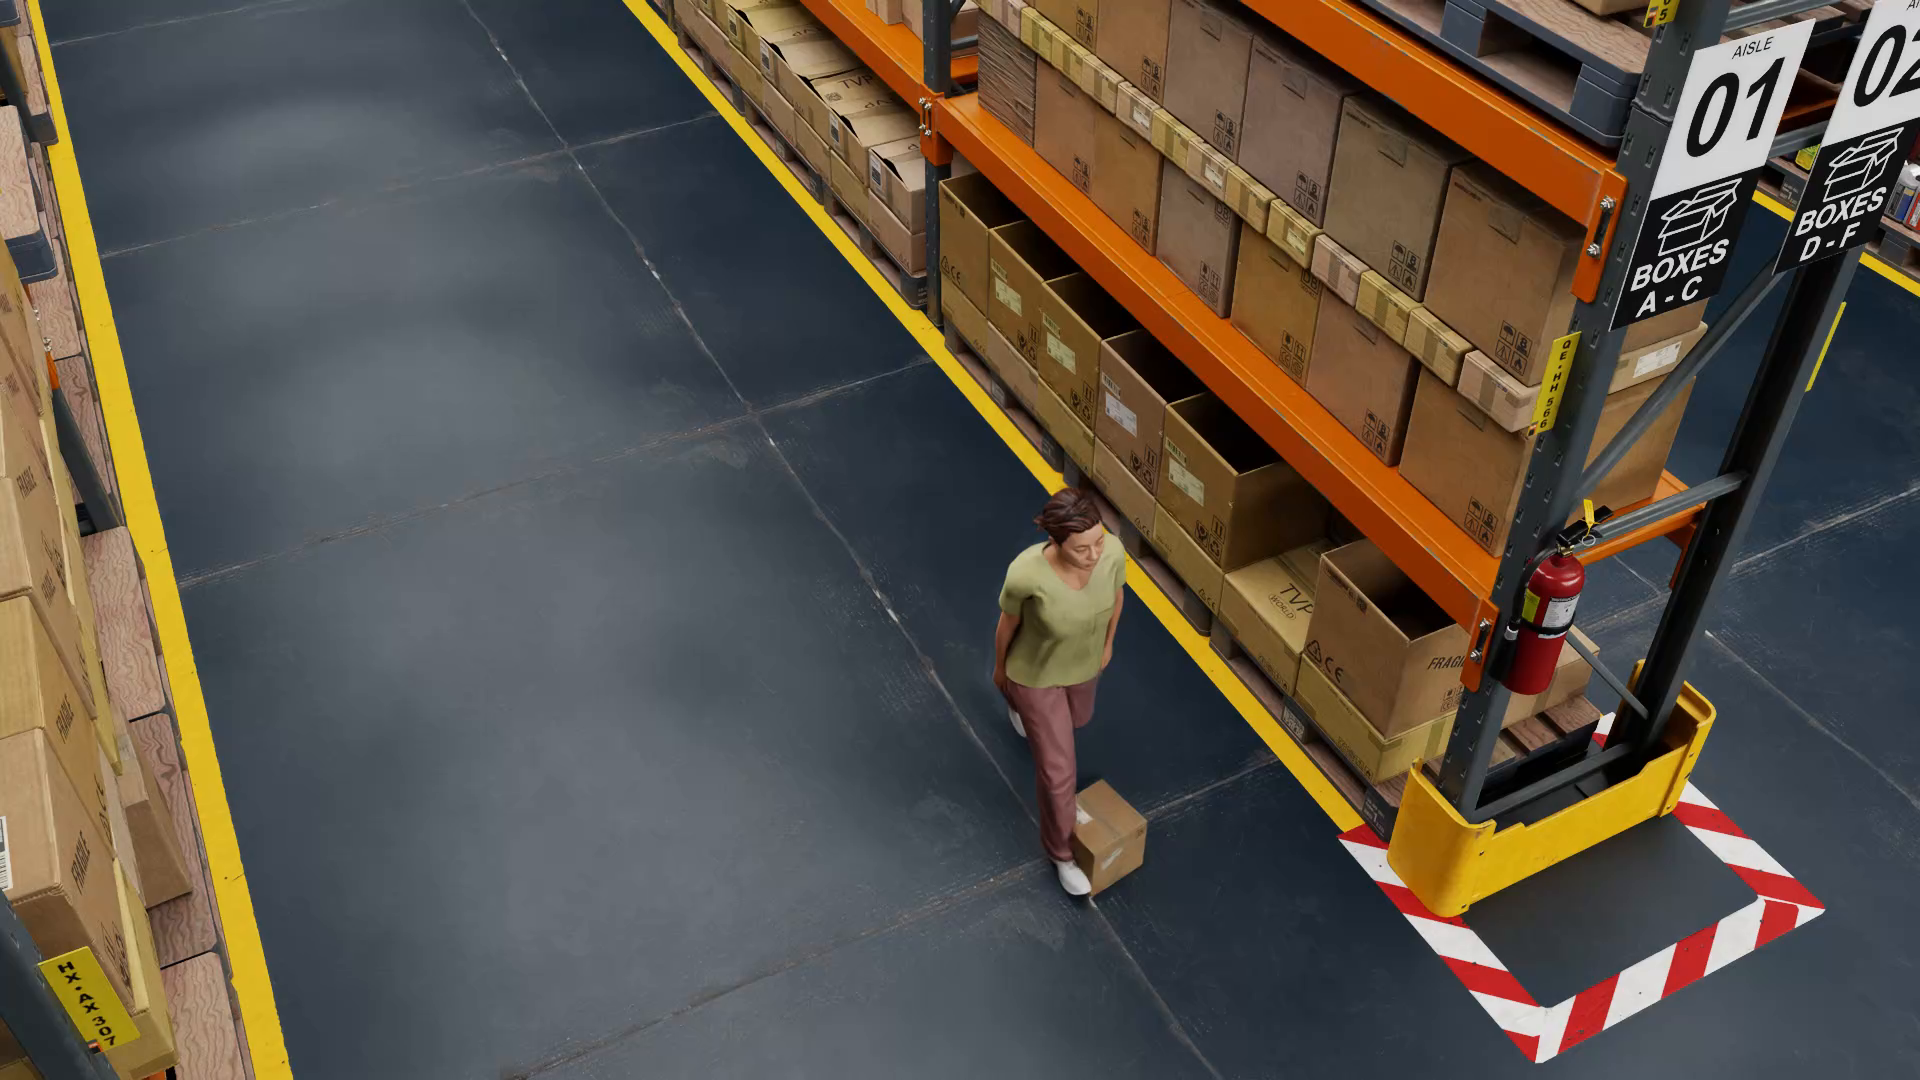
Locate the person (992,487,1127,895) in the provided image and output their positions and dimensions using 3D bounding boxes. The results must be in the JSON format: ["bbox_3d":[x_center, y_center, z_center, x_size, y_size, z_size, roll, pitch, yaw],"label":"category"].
[{"bbox_3d":[0.320,0.376,5.747,0.451,1.629,0.967,-18,44,-19],"label":"person"}]
